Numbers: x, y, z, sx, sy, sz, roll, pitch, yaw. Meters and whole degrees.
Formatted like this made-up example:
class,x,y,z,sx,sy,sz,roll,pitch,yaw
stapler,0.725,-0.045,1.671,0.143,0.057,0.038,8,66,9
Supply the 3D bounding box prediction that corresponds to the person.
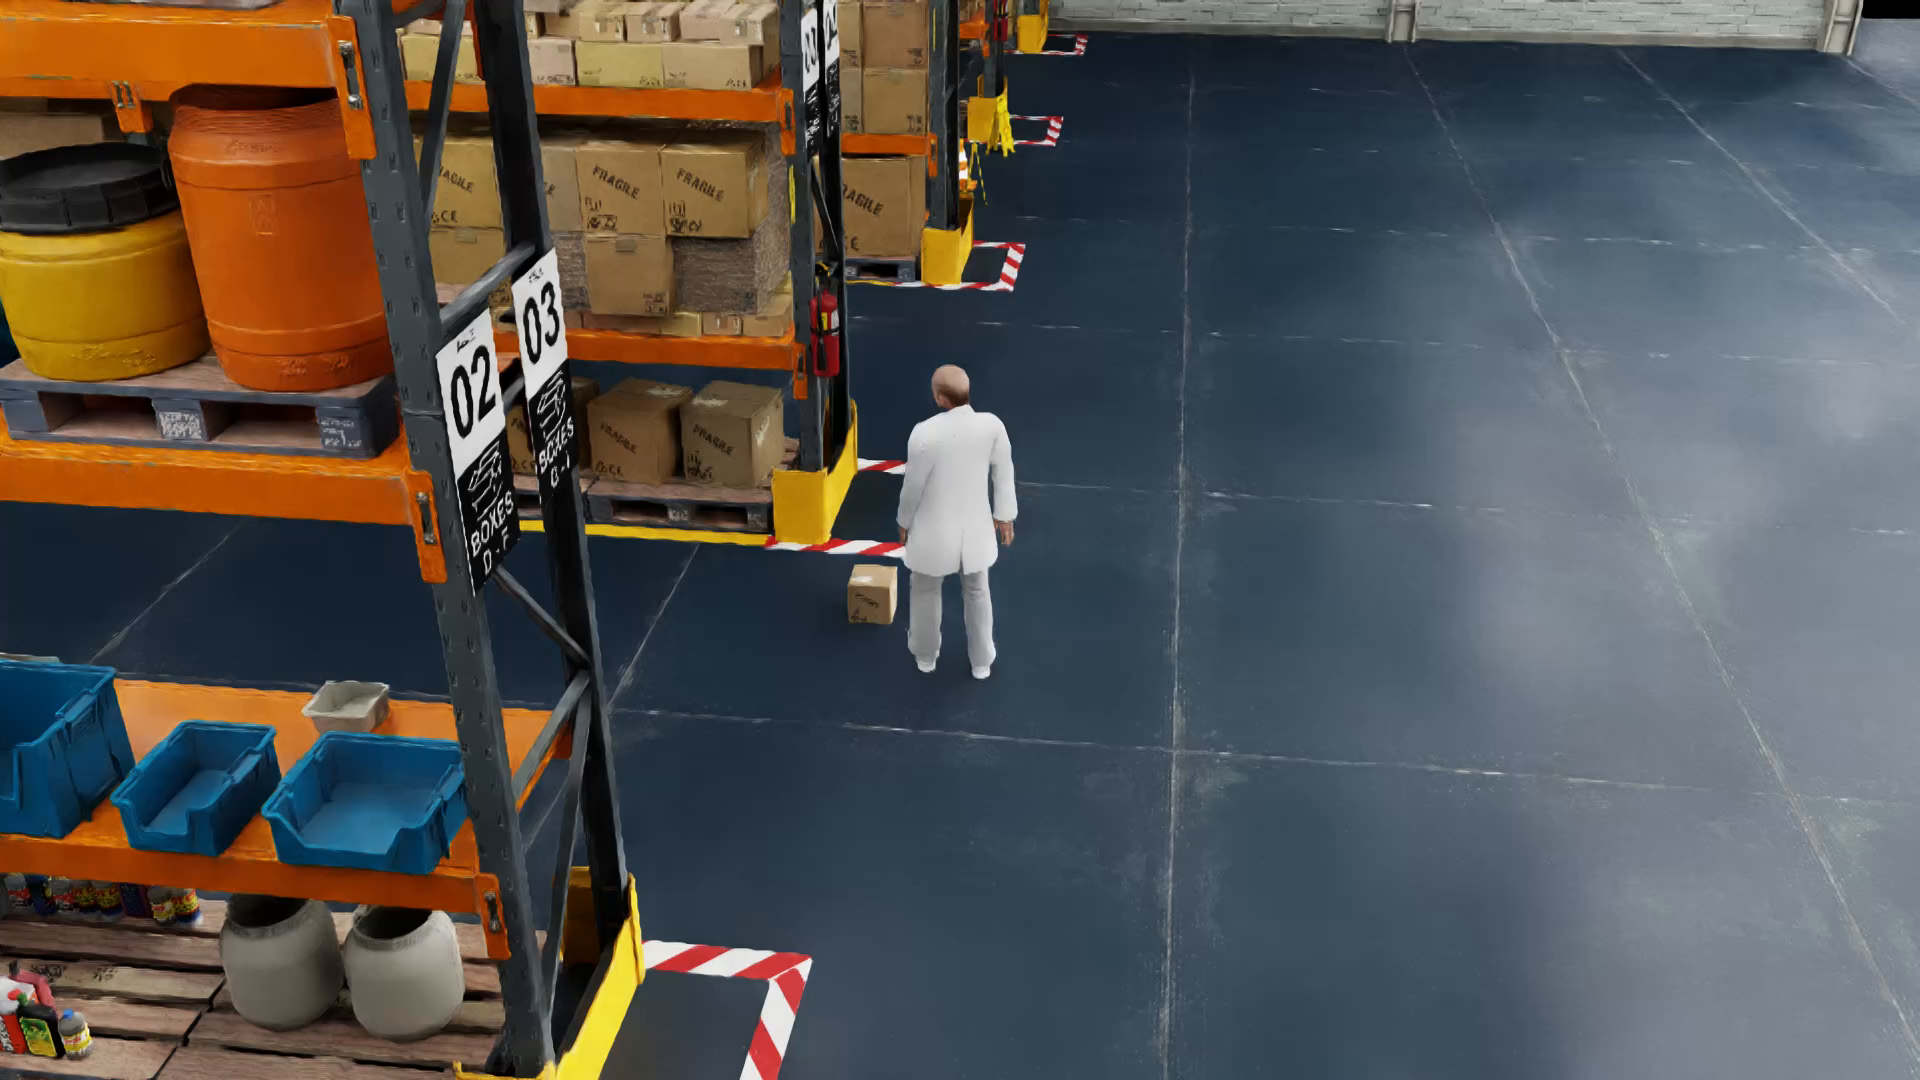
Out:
class,x,y,z,sx,sy,sz,roll,pitch,yaw
person,-0.045,-0.126,8.819,0.644,1.788,0.546,-12,30,-21
